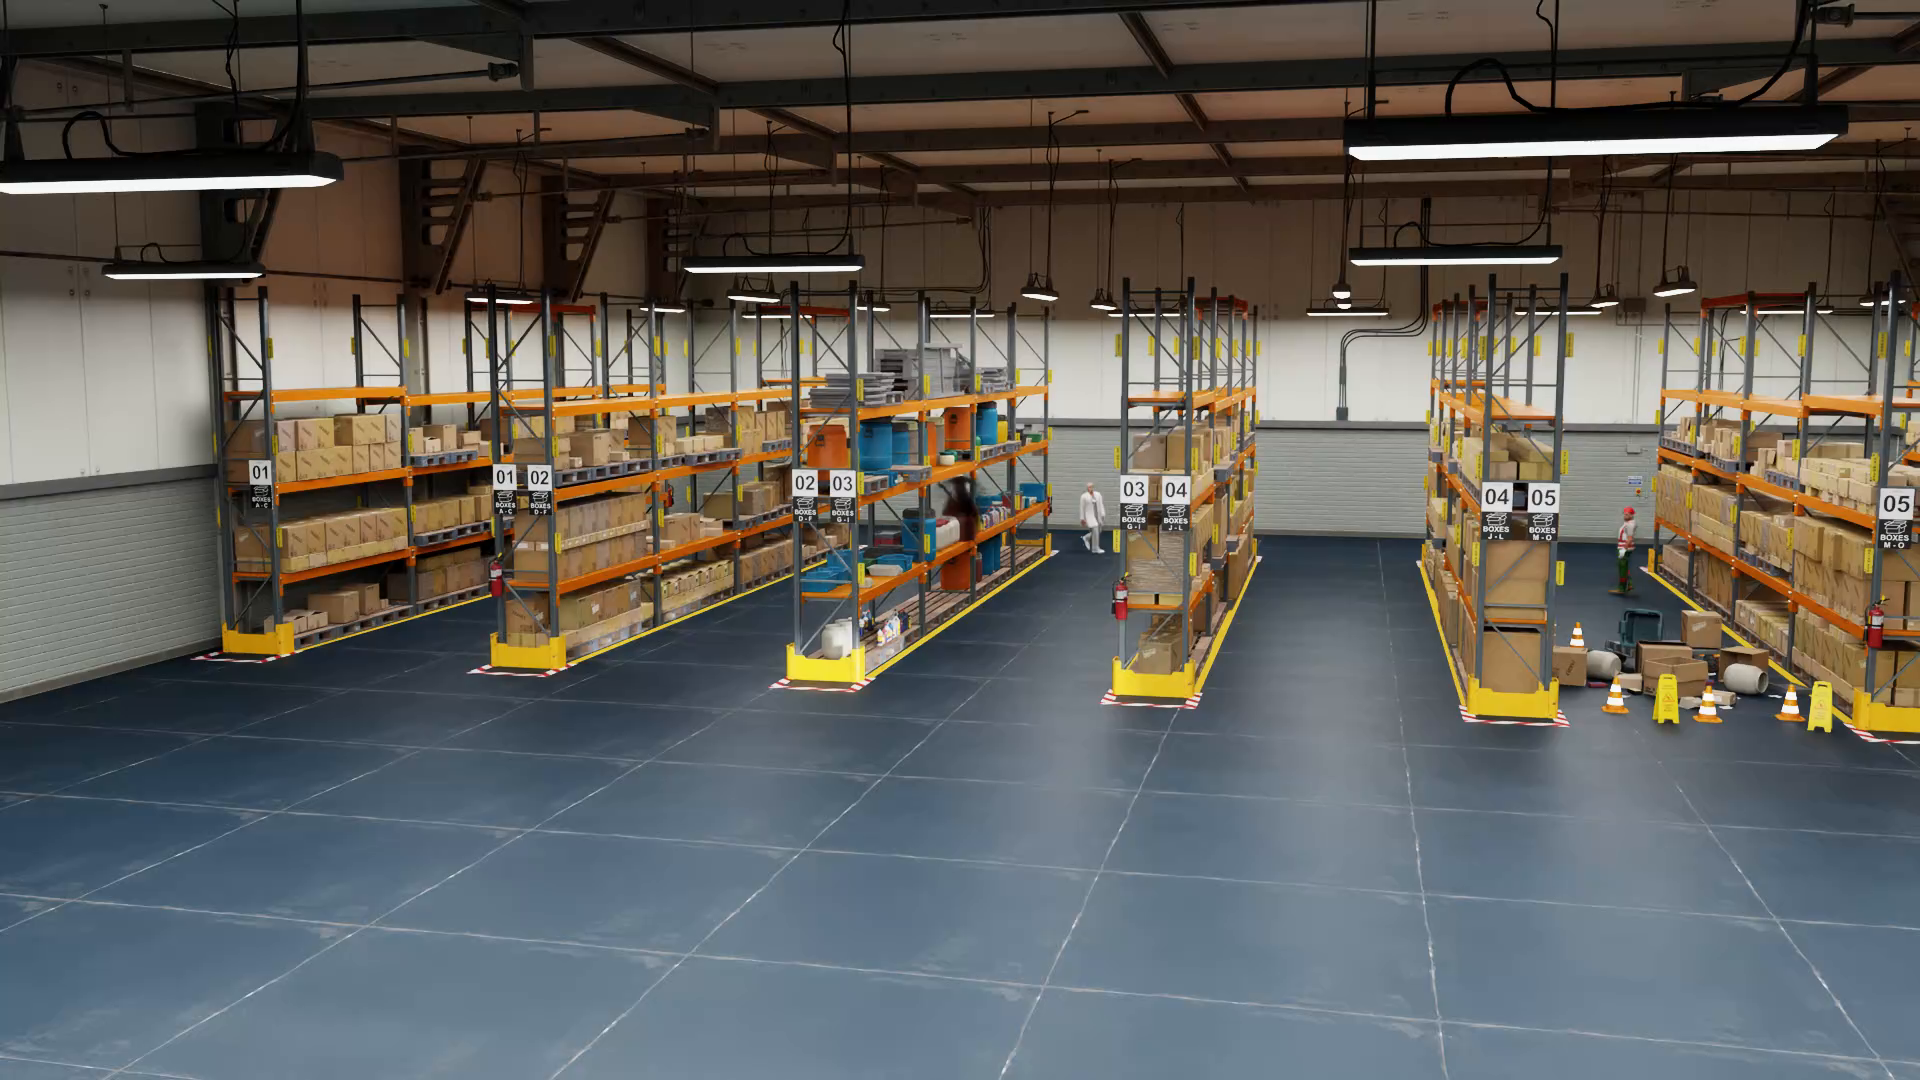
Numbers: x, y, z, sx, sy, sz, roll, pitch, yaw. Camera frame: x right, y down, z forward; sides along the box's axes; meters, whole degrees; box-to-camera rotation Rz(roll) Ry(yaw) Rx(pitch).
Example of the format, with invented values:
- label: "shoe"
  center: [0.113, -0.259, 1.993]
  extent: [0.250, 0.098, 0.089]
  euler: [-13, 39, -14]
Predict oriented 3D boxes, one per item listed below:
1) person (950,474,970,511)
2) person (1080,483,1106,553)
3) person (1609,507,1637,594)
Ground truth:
- label: "person"
  center: [-0.008, -0.953, 44.311]
  extent: [0.848, 1.754, 0.594]
  euler: [-6, 9, -43]
- label: "person"
  center: [3.203, -0.553, 40.791]
  extent: [0.617, 1.736, 0.821]
  euler: [-5, 8, -38]
- label: "person"
  center: [13.558, 0.213, 33.933]
  extent: [0.490, 1.791, 0.598]
  euler: [5, 8, 36]
